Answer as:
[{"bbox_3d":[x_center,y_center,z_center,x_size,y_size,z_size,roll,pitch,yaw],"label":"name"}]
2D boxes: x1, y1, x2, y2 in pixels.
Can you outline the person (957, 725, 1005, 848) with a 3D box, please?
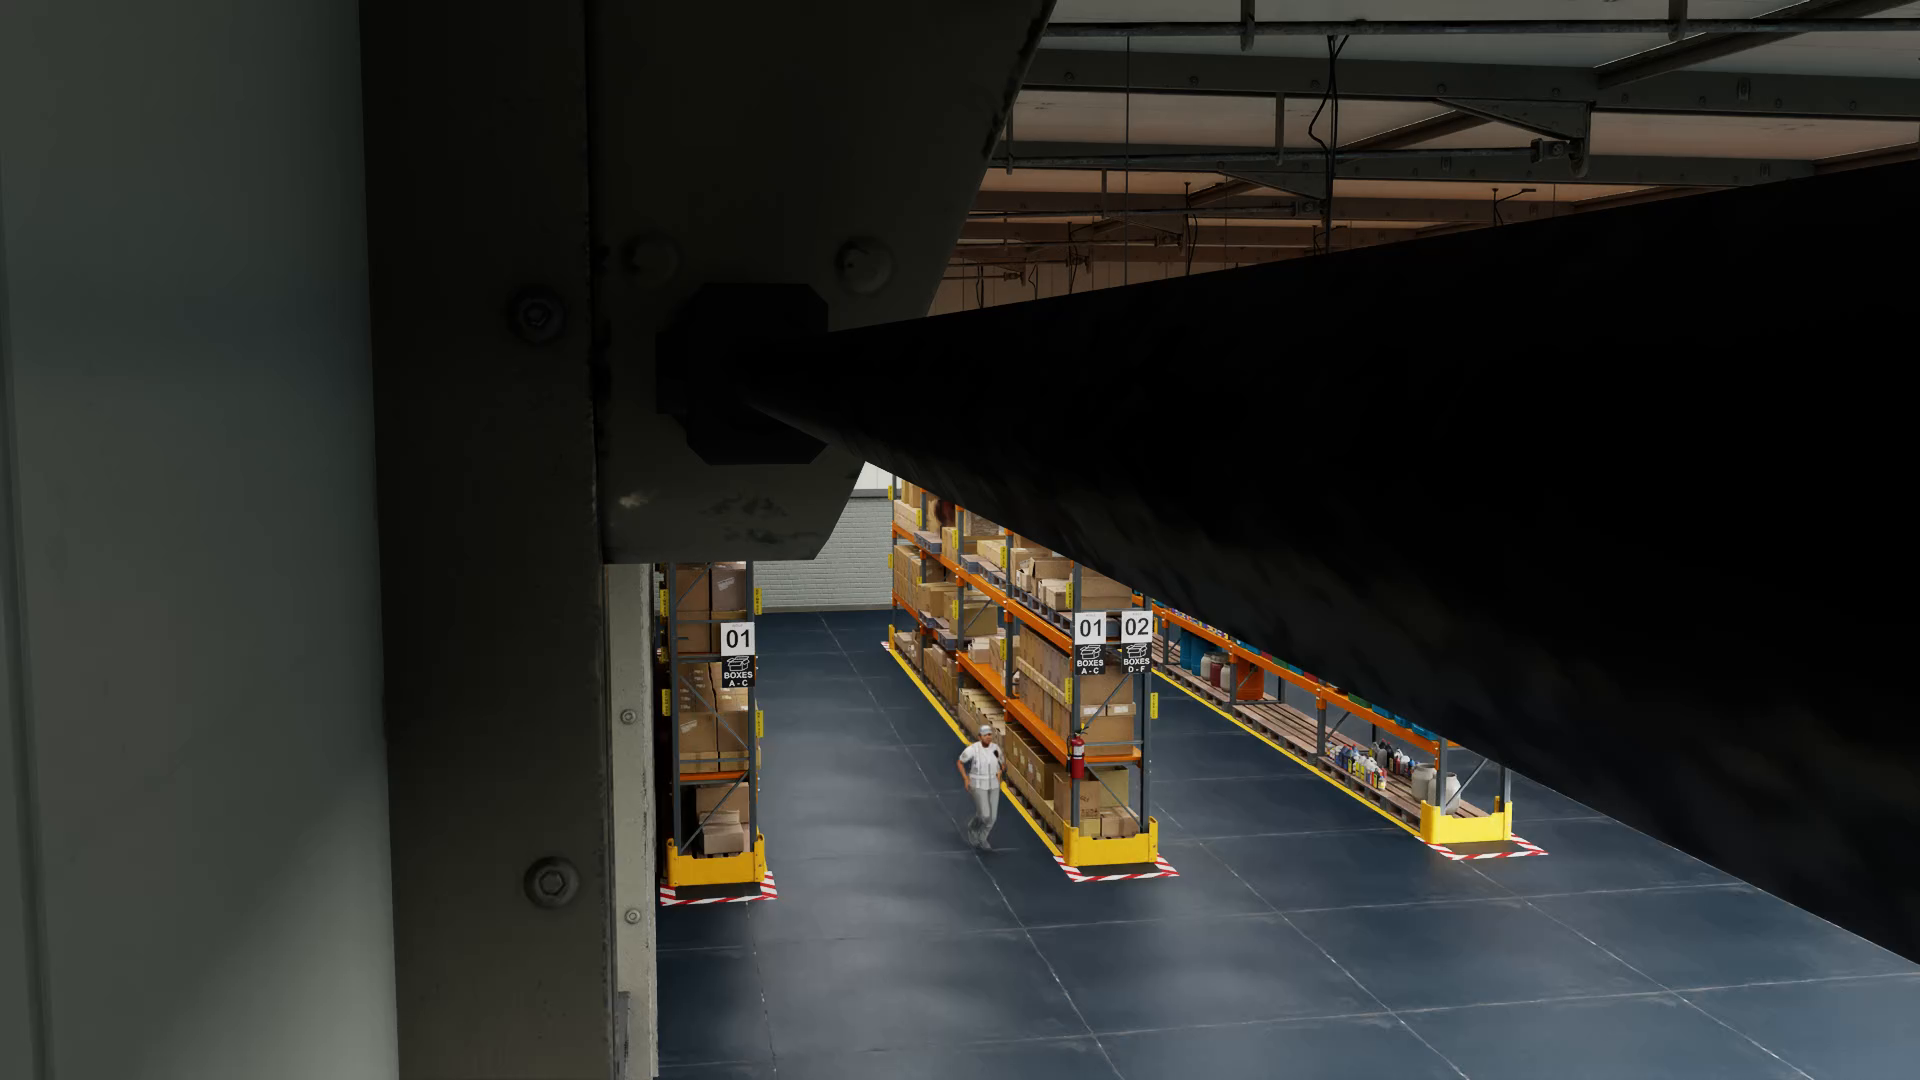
[{"bbox_3d":[0.326,3.201,21.456,0.586,1.629,0.583,-3,7,-25],"label":"person"}]
